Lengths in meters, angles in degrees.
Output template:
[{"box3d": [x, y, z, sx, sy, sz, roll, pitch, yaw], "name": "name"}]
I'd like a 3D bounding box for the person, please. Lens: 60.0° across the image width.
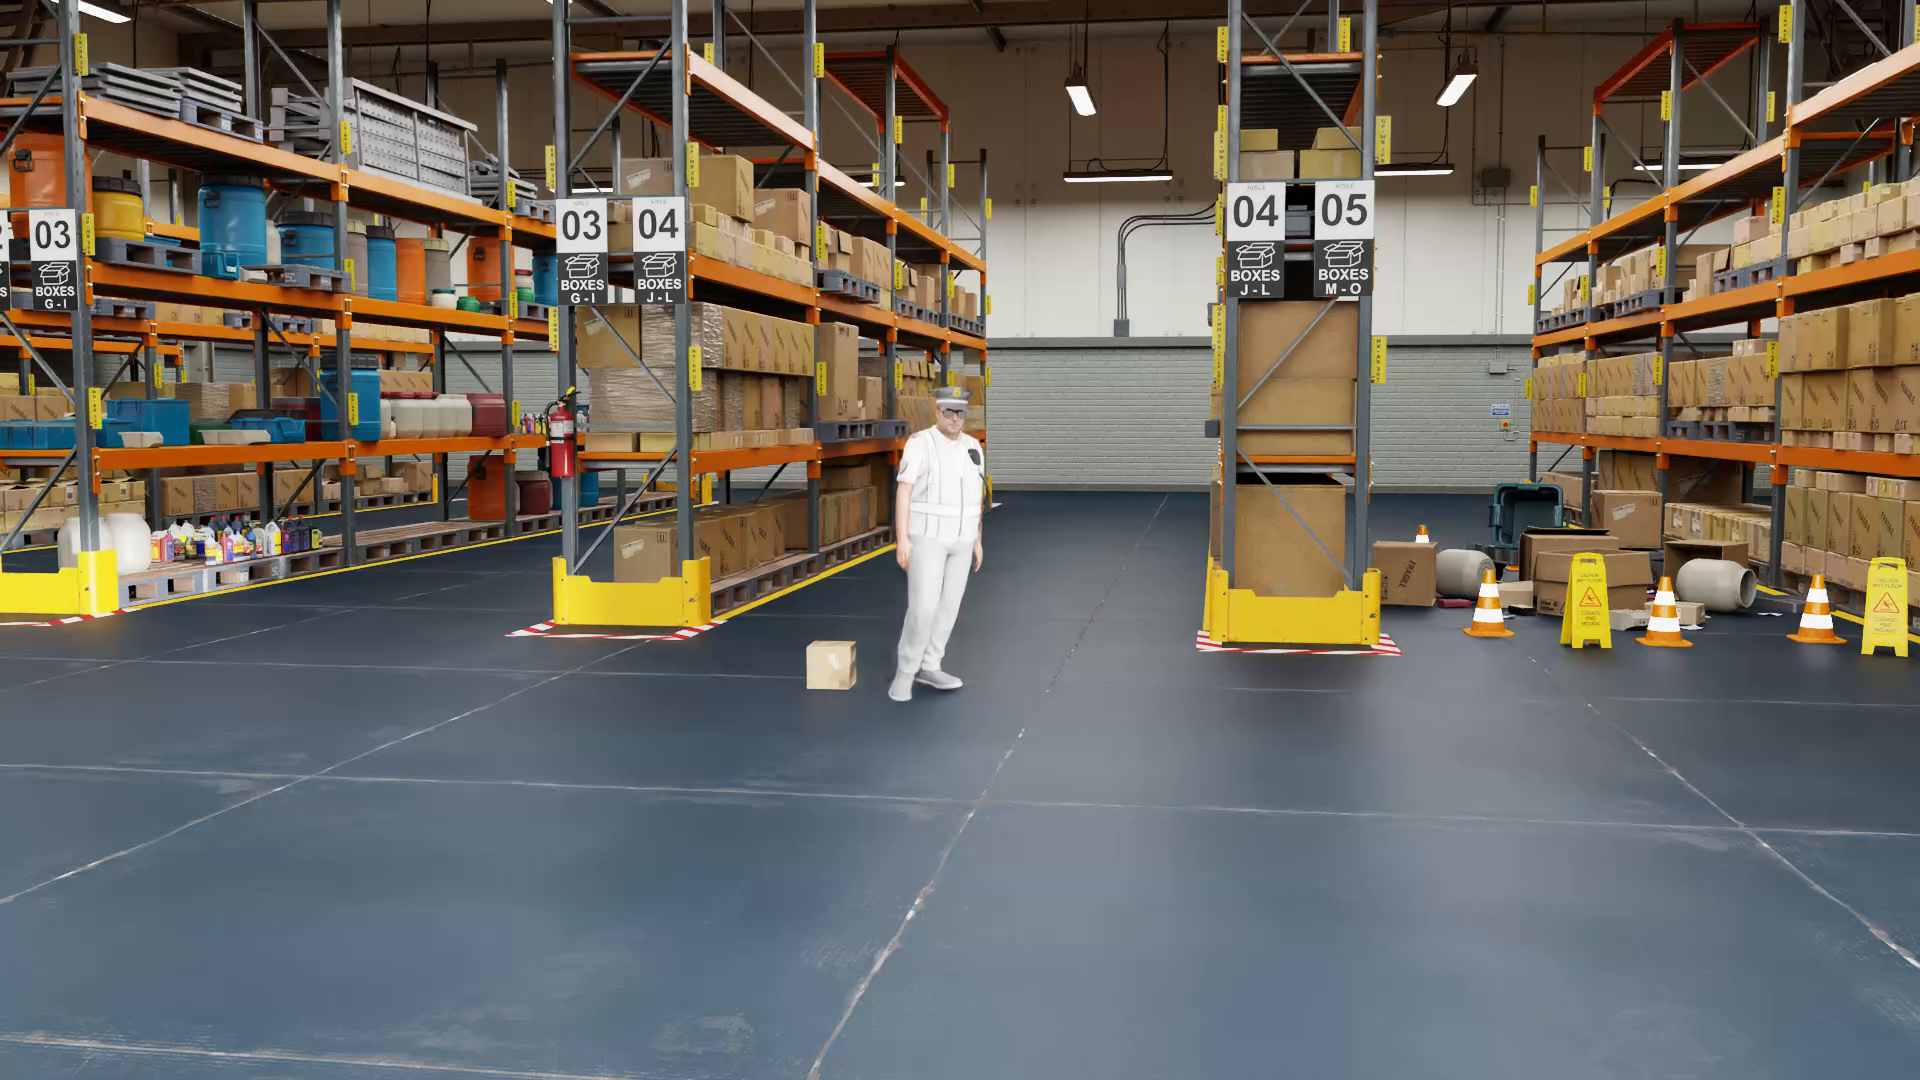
[{"box3d": [-0.144, 0.012, 9.470, 0.633, 1.764, 0.487, -3, 5, -36], "name": "person"}]
